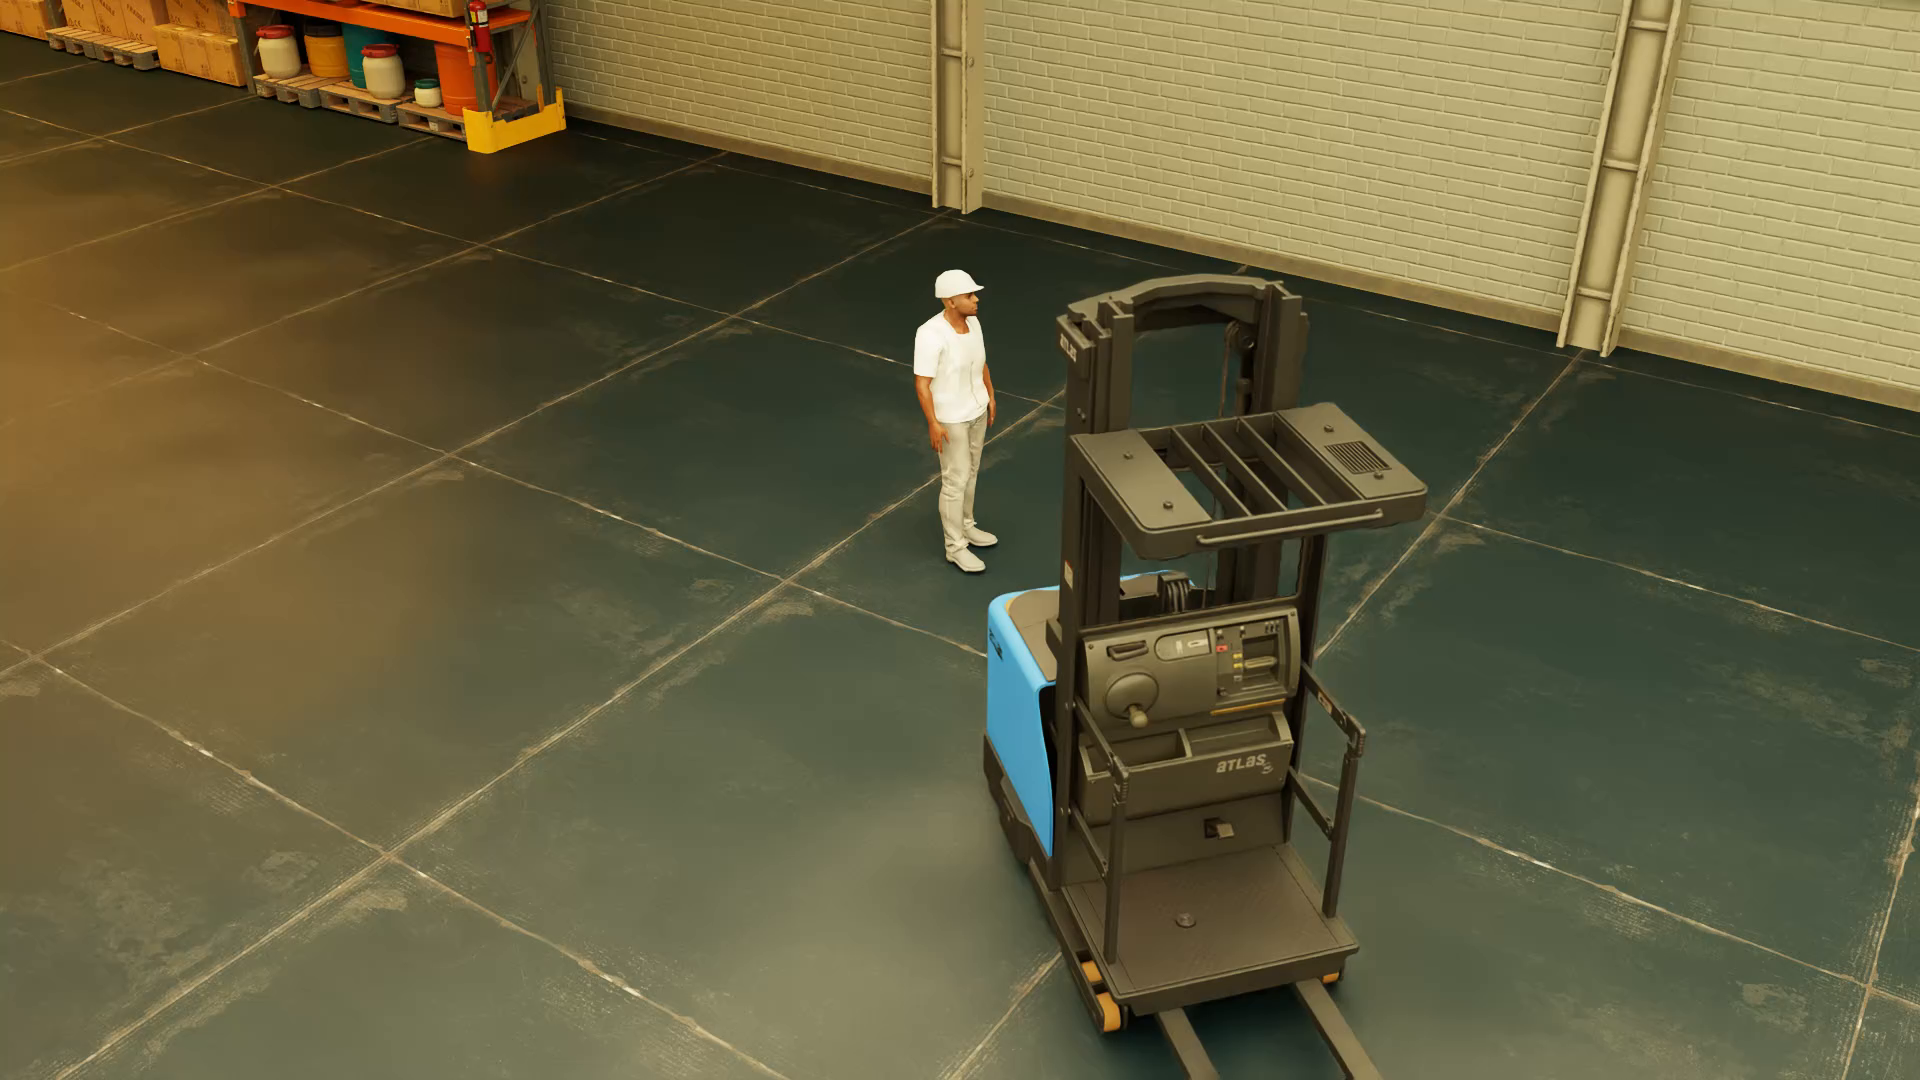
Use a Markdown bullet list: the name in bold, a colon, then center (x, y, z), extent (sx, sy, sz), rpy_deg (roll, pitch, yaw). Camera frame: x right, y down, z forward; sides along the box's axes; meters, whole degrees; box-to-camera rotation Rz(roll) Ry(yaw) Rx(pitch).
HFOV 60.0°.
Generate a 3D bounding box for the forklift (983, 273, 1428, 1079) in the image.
- **forklift**: center (1.013, 0.569, 6.601), extent (1.130, 2.935, 3.031), rpy_deg (-8, 31, -14)

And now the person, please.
- **person**: center (0.055, -0.748, 10.016), extent (0.575, 1.768, 0.666), rpy_deg (19, 35, 29)
